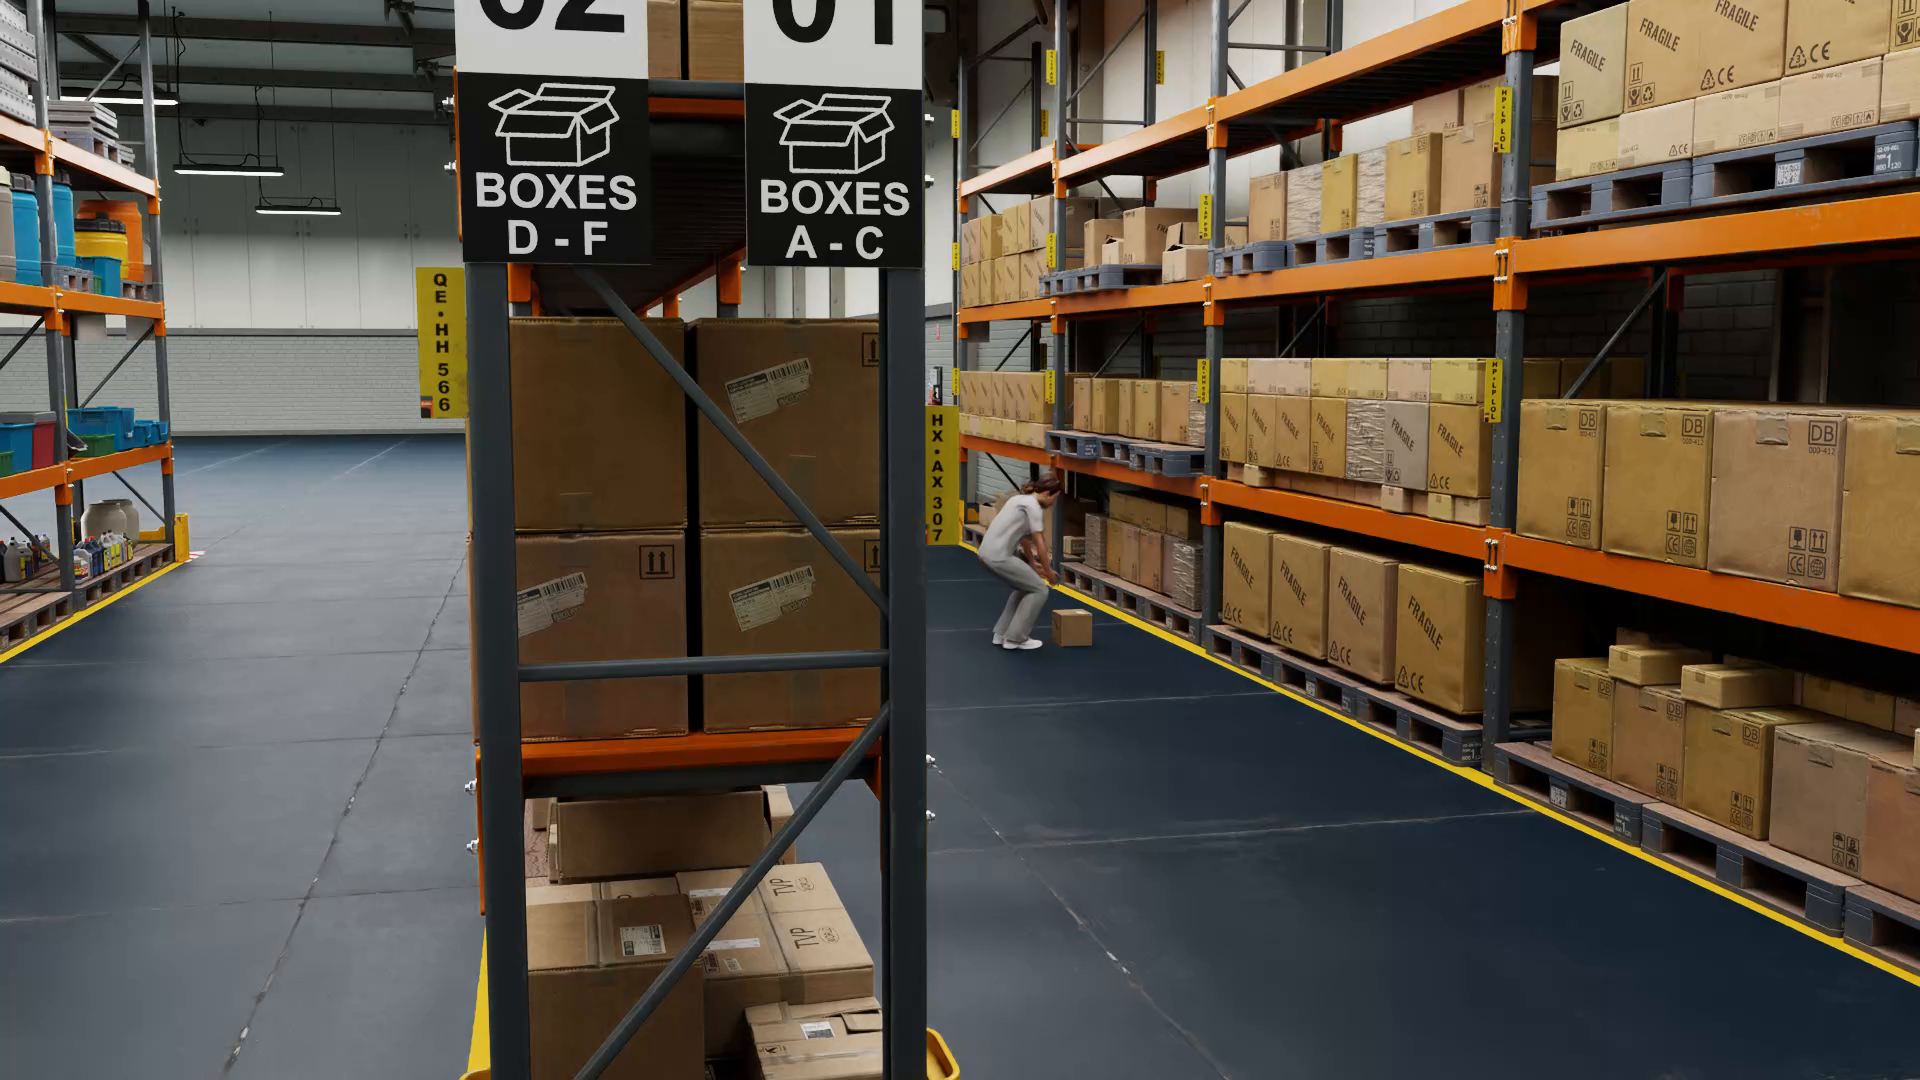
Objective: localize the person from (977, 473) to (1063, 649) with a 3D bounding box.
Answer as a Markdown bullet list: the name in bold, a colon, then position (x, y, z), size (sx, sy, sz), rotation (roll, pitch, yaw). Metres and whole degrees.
- **person**: position (0.465, 0.156, 12.821), size (0.667, 1.333, 0.491), rotation (-2, 6, -14)
